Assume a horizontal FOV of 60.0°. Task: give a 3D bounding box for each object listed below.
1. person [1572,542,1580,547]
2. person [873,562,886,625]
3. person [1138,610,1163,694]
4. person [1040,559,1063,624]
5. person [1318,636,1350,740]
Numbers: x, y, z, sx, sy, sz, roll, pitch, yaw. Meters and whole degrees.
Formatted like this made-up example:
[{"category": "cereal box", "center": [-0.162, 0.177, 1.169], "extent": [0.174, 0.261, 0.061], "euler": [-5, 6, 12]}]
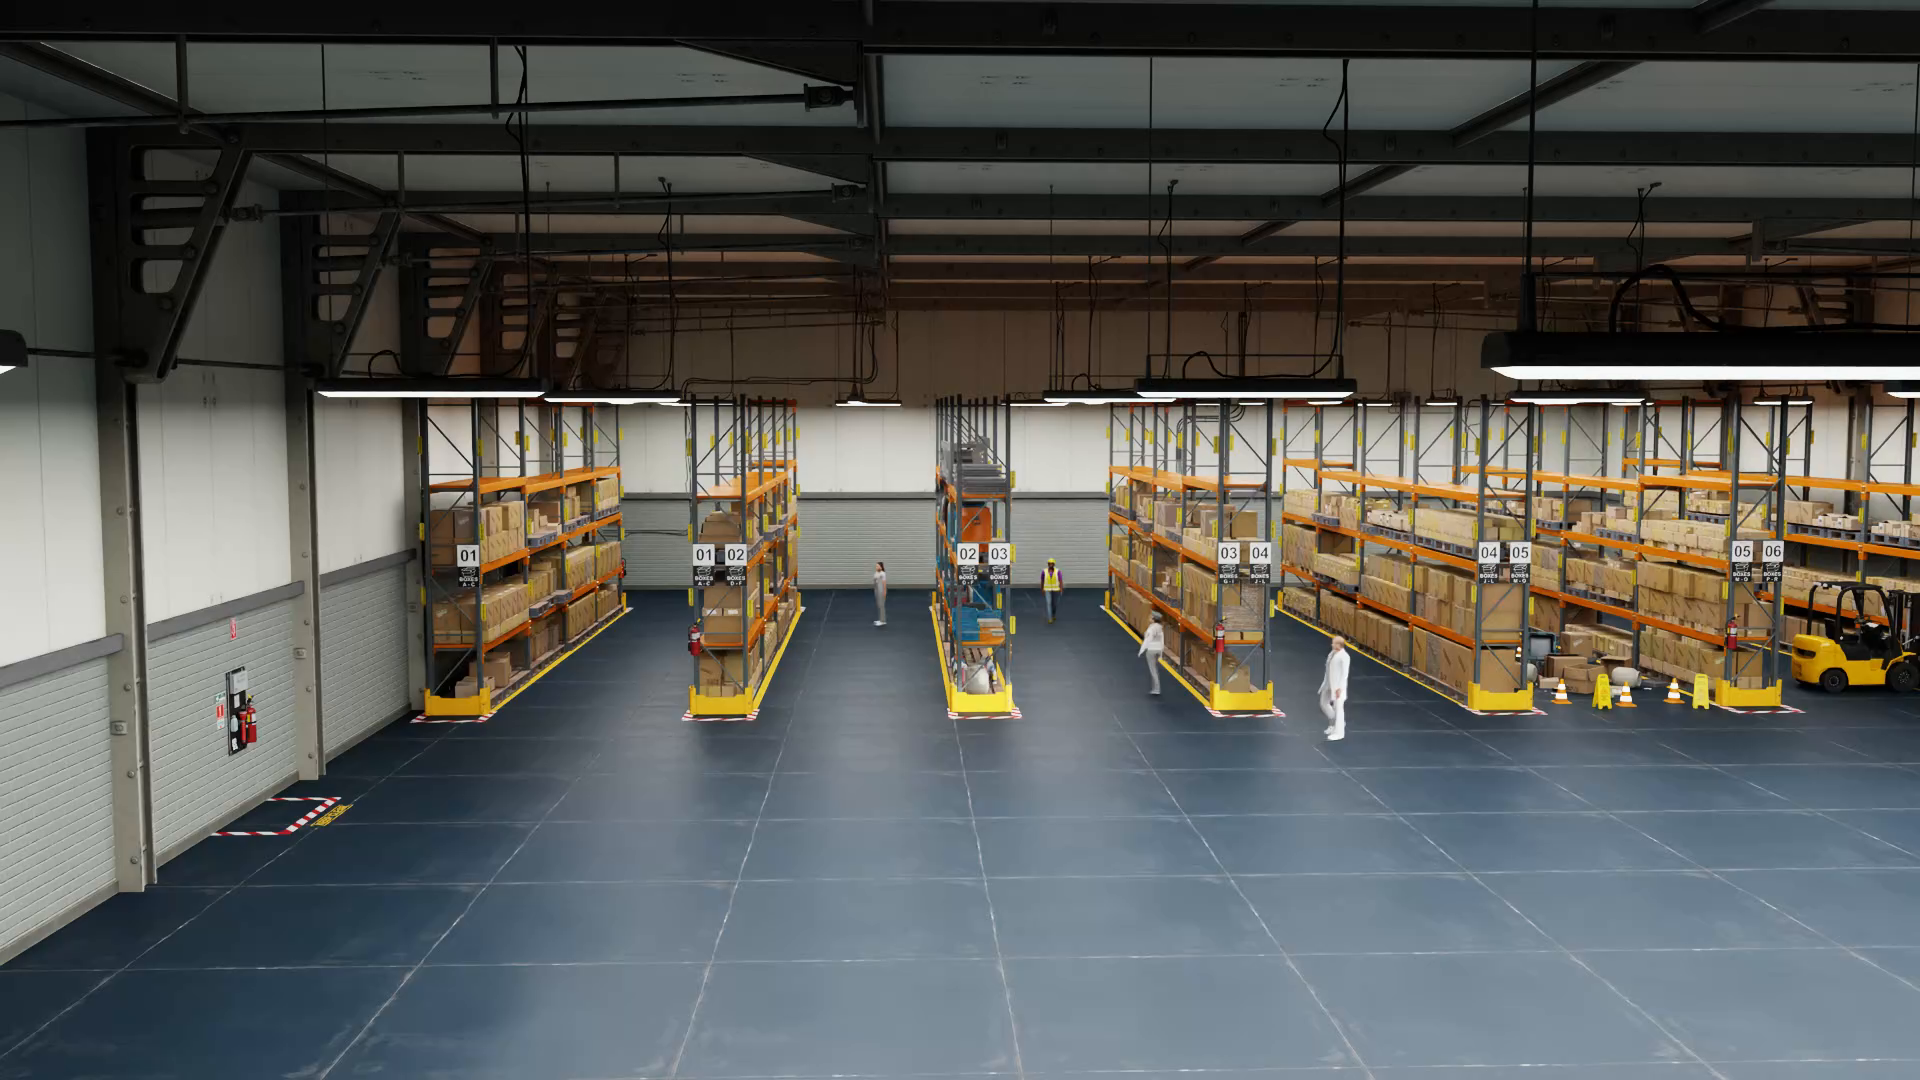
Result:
[{"category": "person", "center": [18.325, 0.943, 49.459], "extent": [0.566, 1.754, 0.573], "euler": [0, 5, -6]}, {"category": "person", "center": [-2.136, 1.411, 44.114], "extent": [0.372, 1.679, 0.514], "euler": [-3, 5, -33]}, {"category": "person", "center": [3.860, 2.275, 33.355], "extent": [0.524, 1.746, 0.516], "euler": [-3, 6, -37]}, {"category": "person", "center": [2.463, 1.359, 44.546], "extent": [0.579, 1.726, 1.031], "euler": [0, 5, -4]}, {"category": "person", "center": [6.512, 2.607, 28.949], "extent": [0.553, 1.677, 0.676], "euler": [-2, 5, -25]}]
